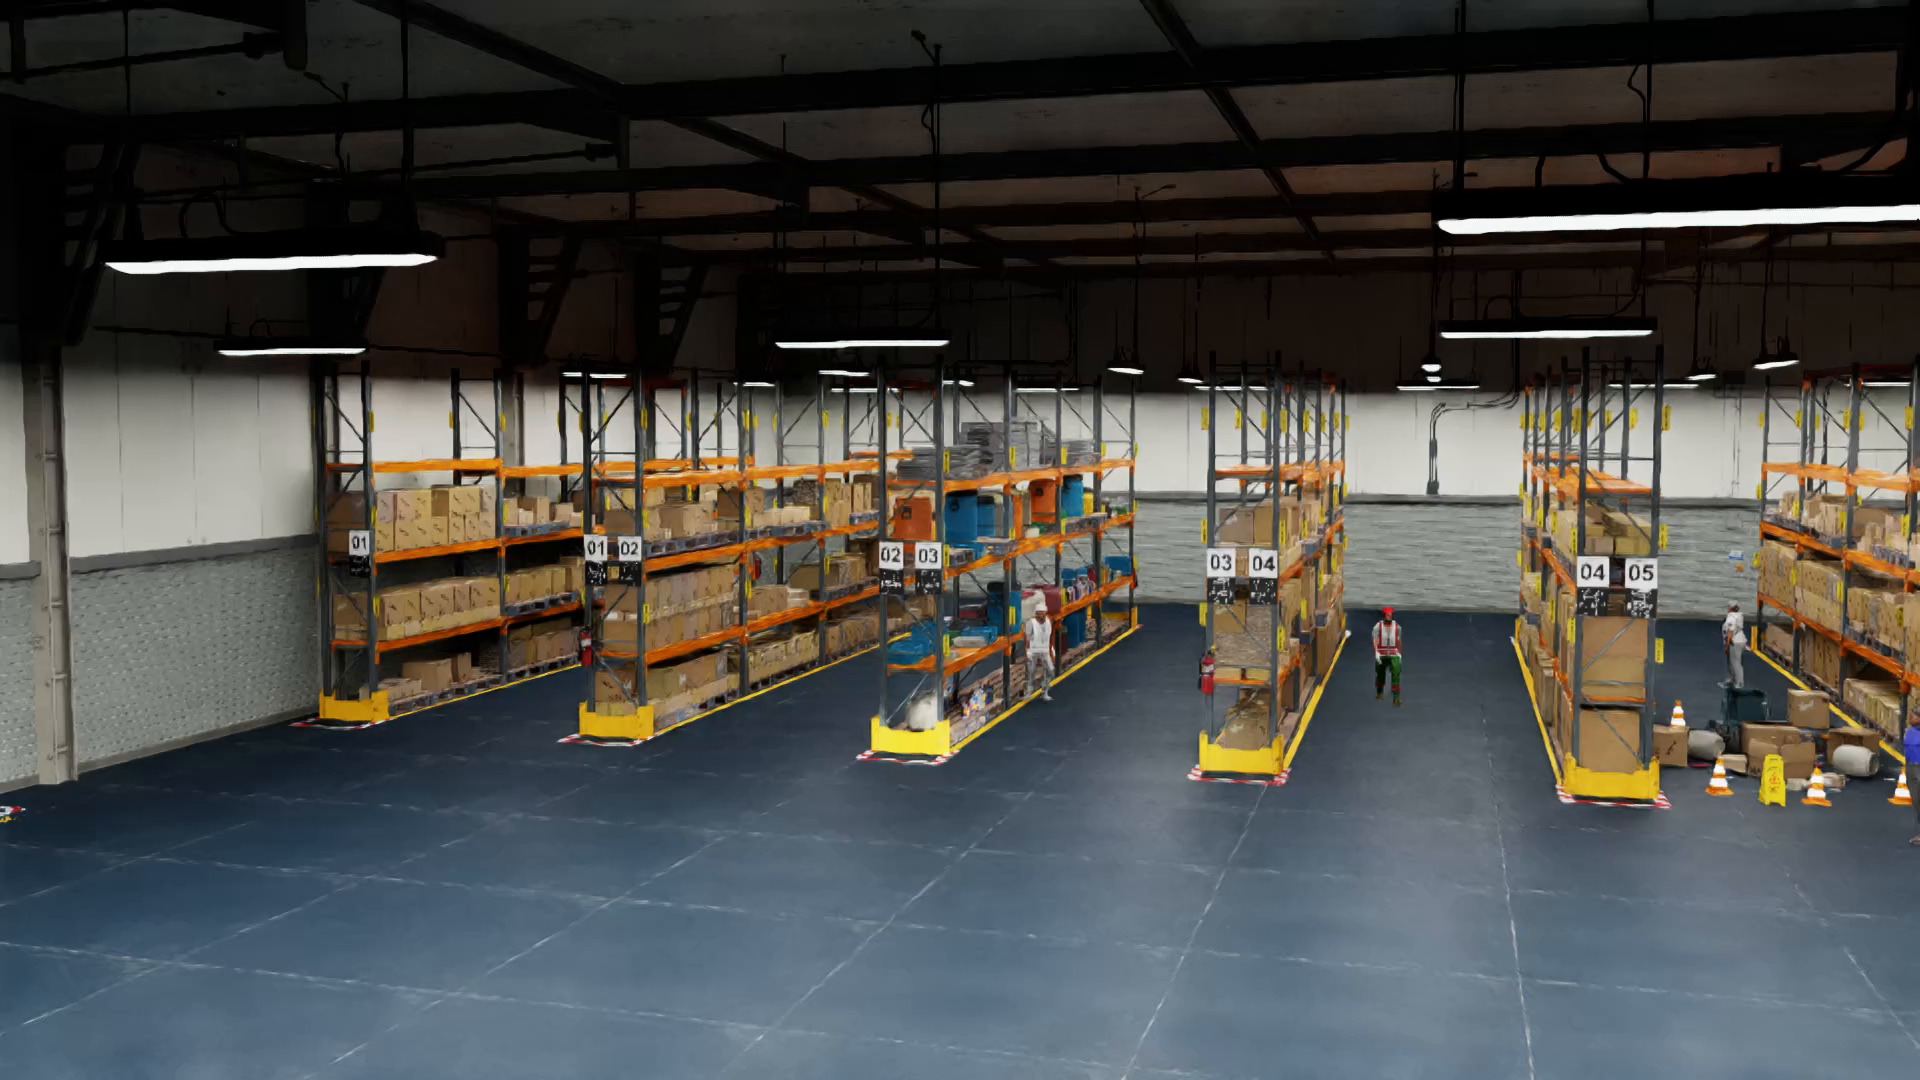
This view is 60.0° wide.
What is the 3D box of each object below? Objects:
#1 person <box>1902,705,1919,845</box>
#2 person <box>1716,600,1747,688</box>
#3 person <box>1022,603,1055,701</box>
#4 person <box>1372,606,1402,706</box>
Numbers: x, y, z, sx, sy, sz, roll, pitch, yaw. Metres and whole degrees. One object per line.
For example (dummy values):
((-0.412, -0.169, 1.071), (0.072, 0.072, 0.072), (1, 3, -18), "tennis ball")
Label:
((11.390, 2.776, 19.561), (0.439, 1.641, 0.619), (-1, 4, -17), "person")
((14.387, 1.948, 30.992), (0.565, 1.657, 0.611), (3, 5, 40), "person")
((1.423, 1.993, 29.759), (0.693, 1.760, 0.527), (-2, 4, -24), "person")
((7.548, 2.028, 29.386), (0.528, 1.727, 1.030), (1, 4, 8), "person")
